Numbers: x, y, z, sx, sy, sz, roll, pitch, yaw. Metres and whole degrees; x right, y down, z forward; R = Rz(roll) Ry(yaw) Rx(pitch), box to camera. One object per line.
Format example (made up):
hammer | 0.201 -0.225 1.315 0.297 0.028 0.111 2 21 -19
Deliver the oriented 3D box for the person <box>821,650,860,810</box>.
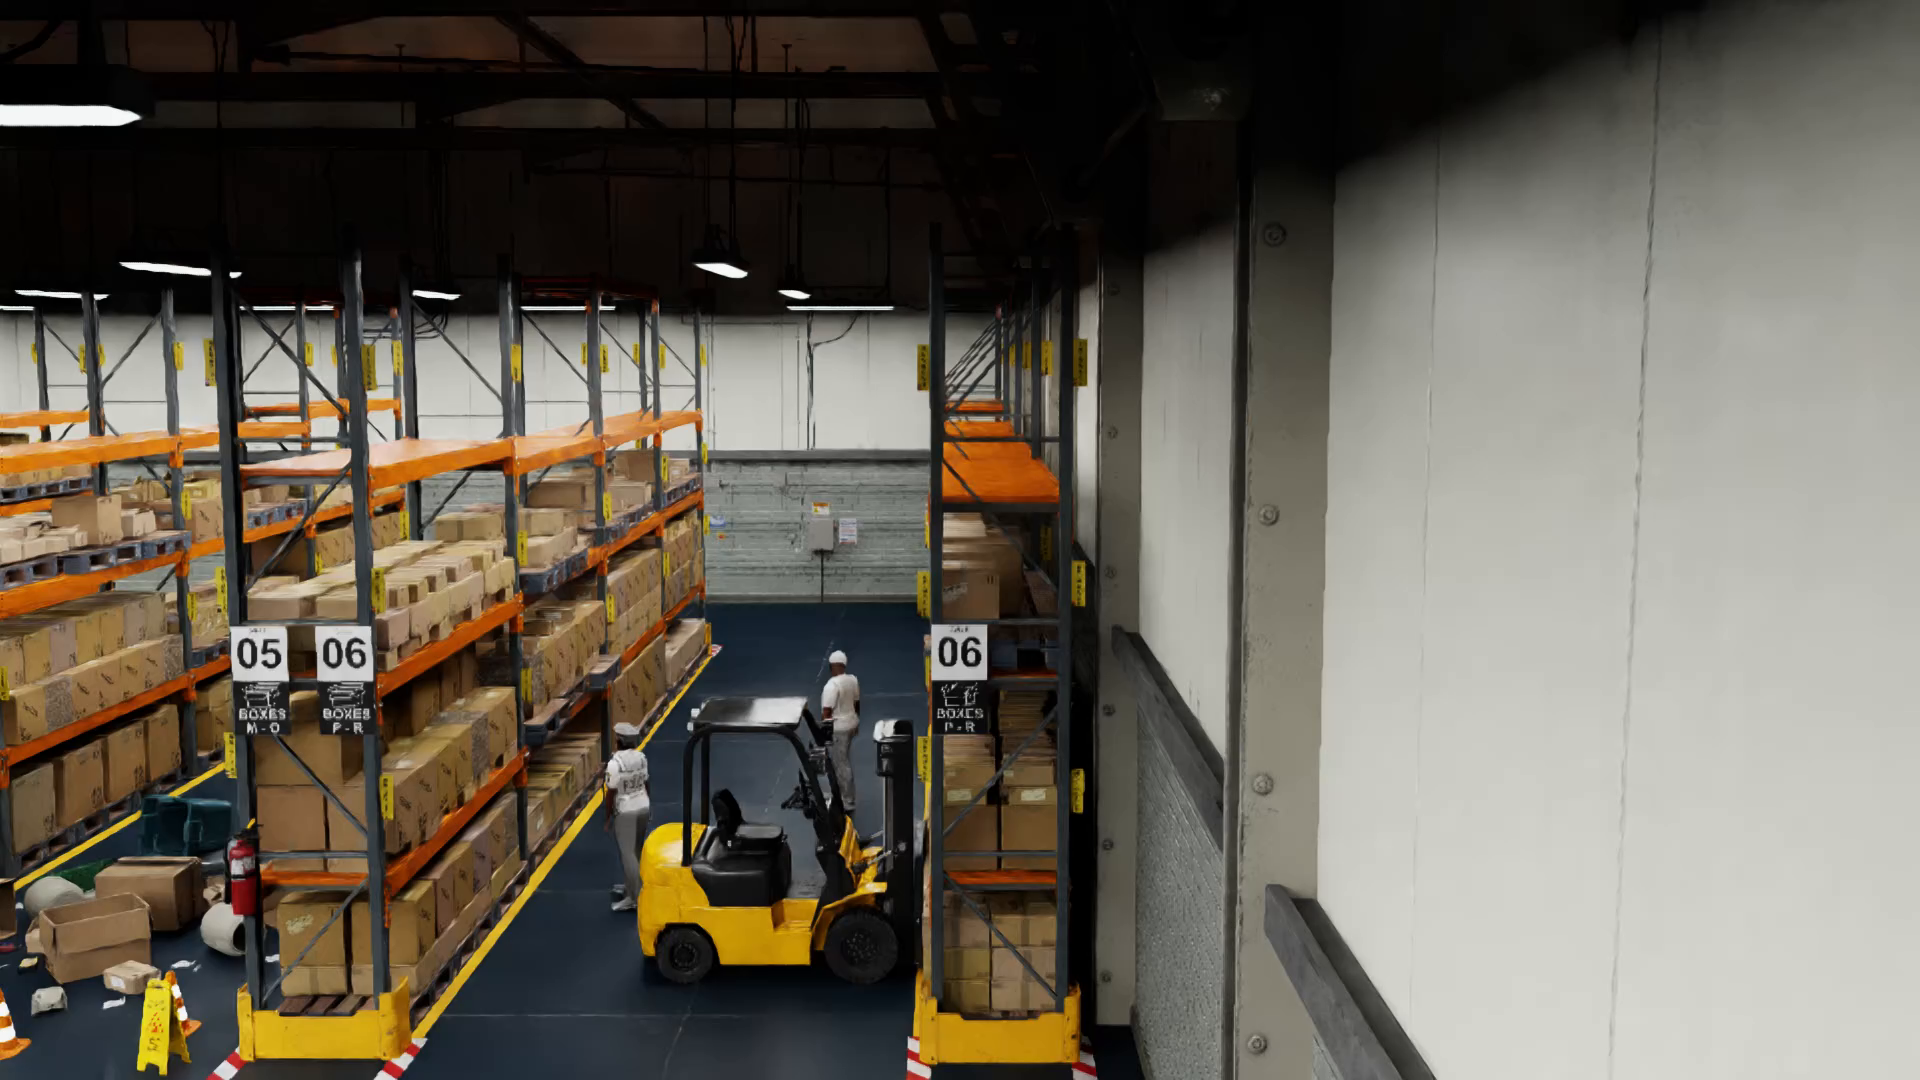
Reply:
person | -1.374 2.105 18.647 0.591 1.763 0.685 3 7 24

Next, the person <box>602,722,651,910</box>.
person | -3.099 2.532 15.425 0.549 1.665 0.574 4 8 32
